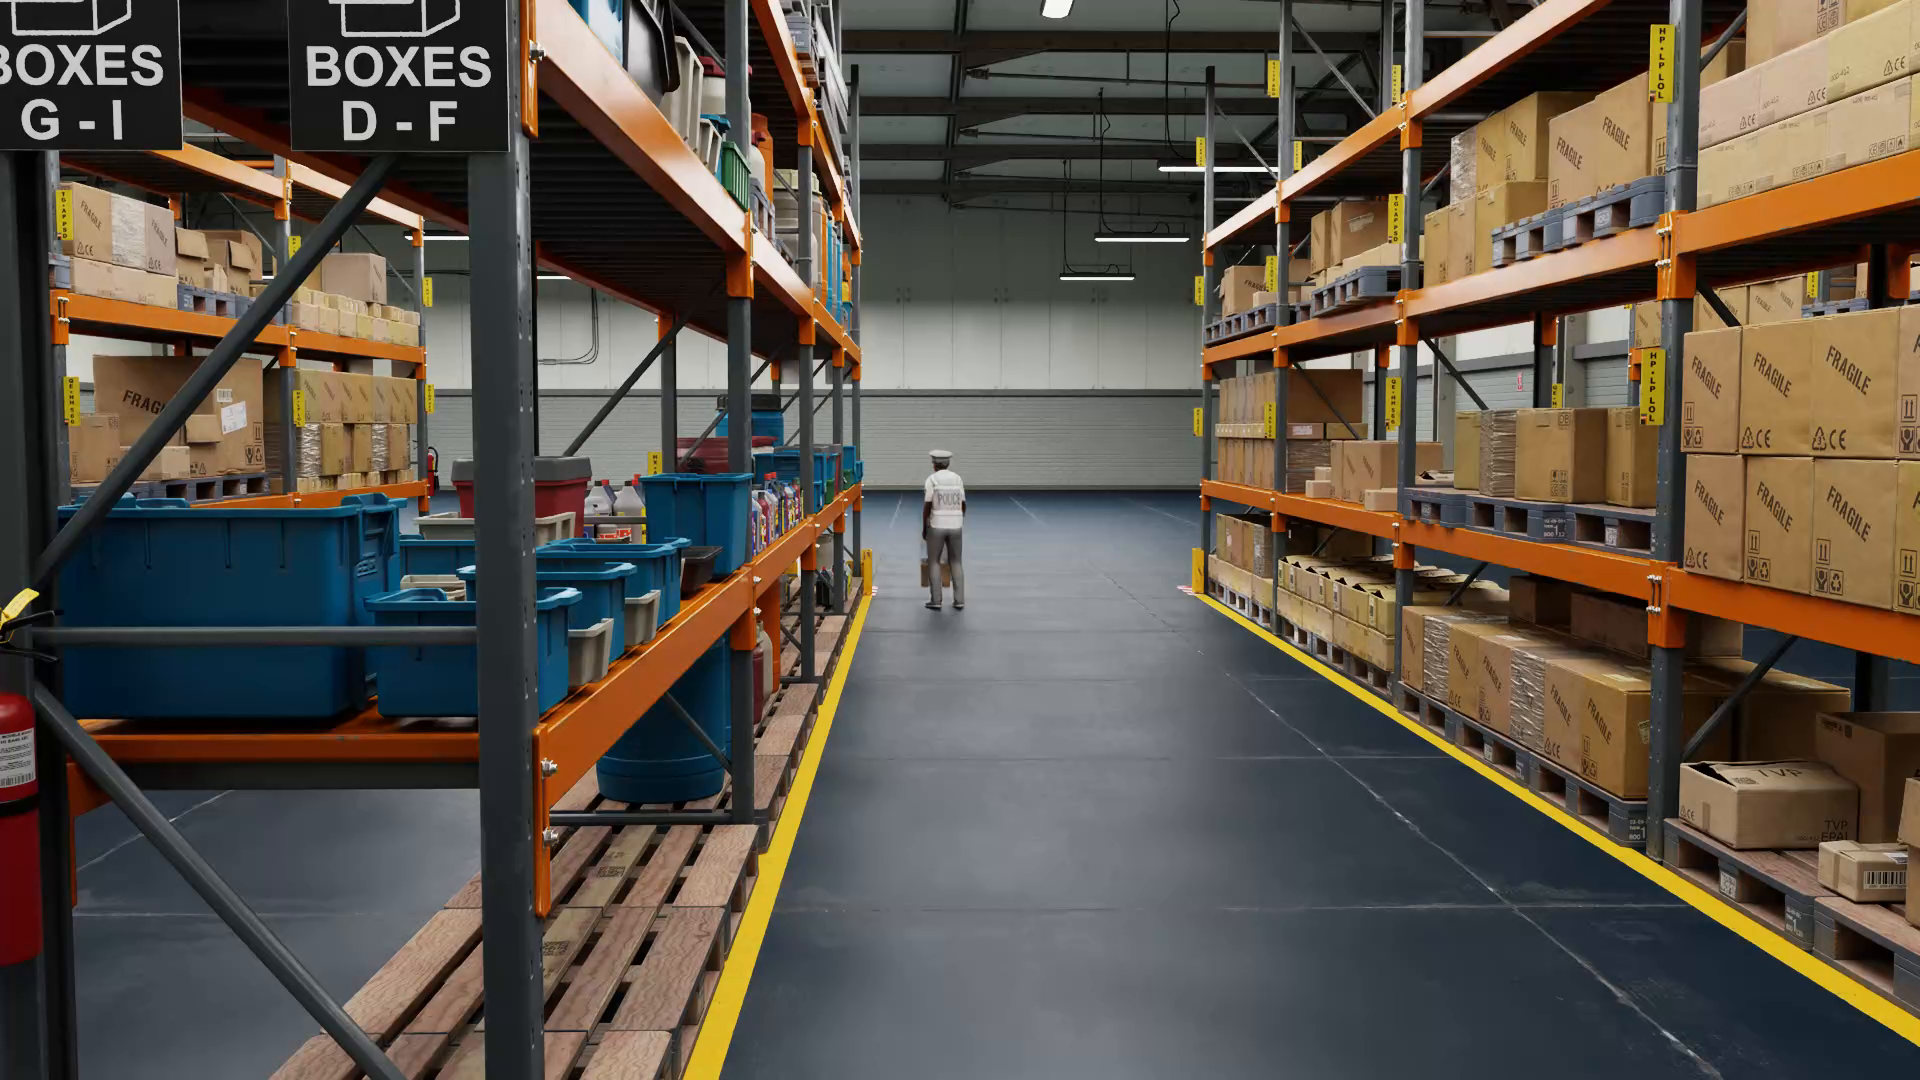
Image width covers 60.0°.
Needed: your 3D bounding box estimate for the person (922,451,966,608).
[{"bbox_3d":[-0.170,-0.110,17.590,0.498,1.665,0.424,-2,4,-22],"label":"person"}]
